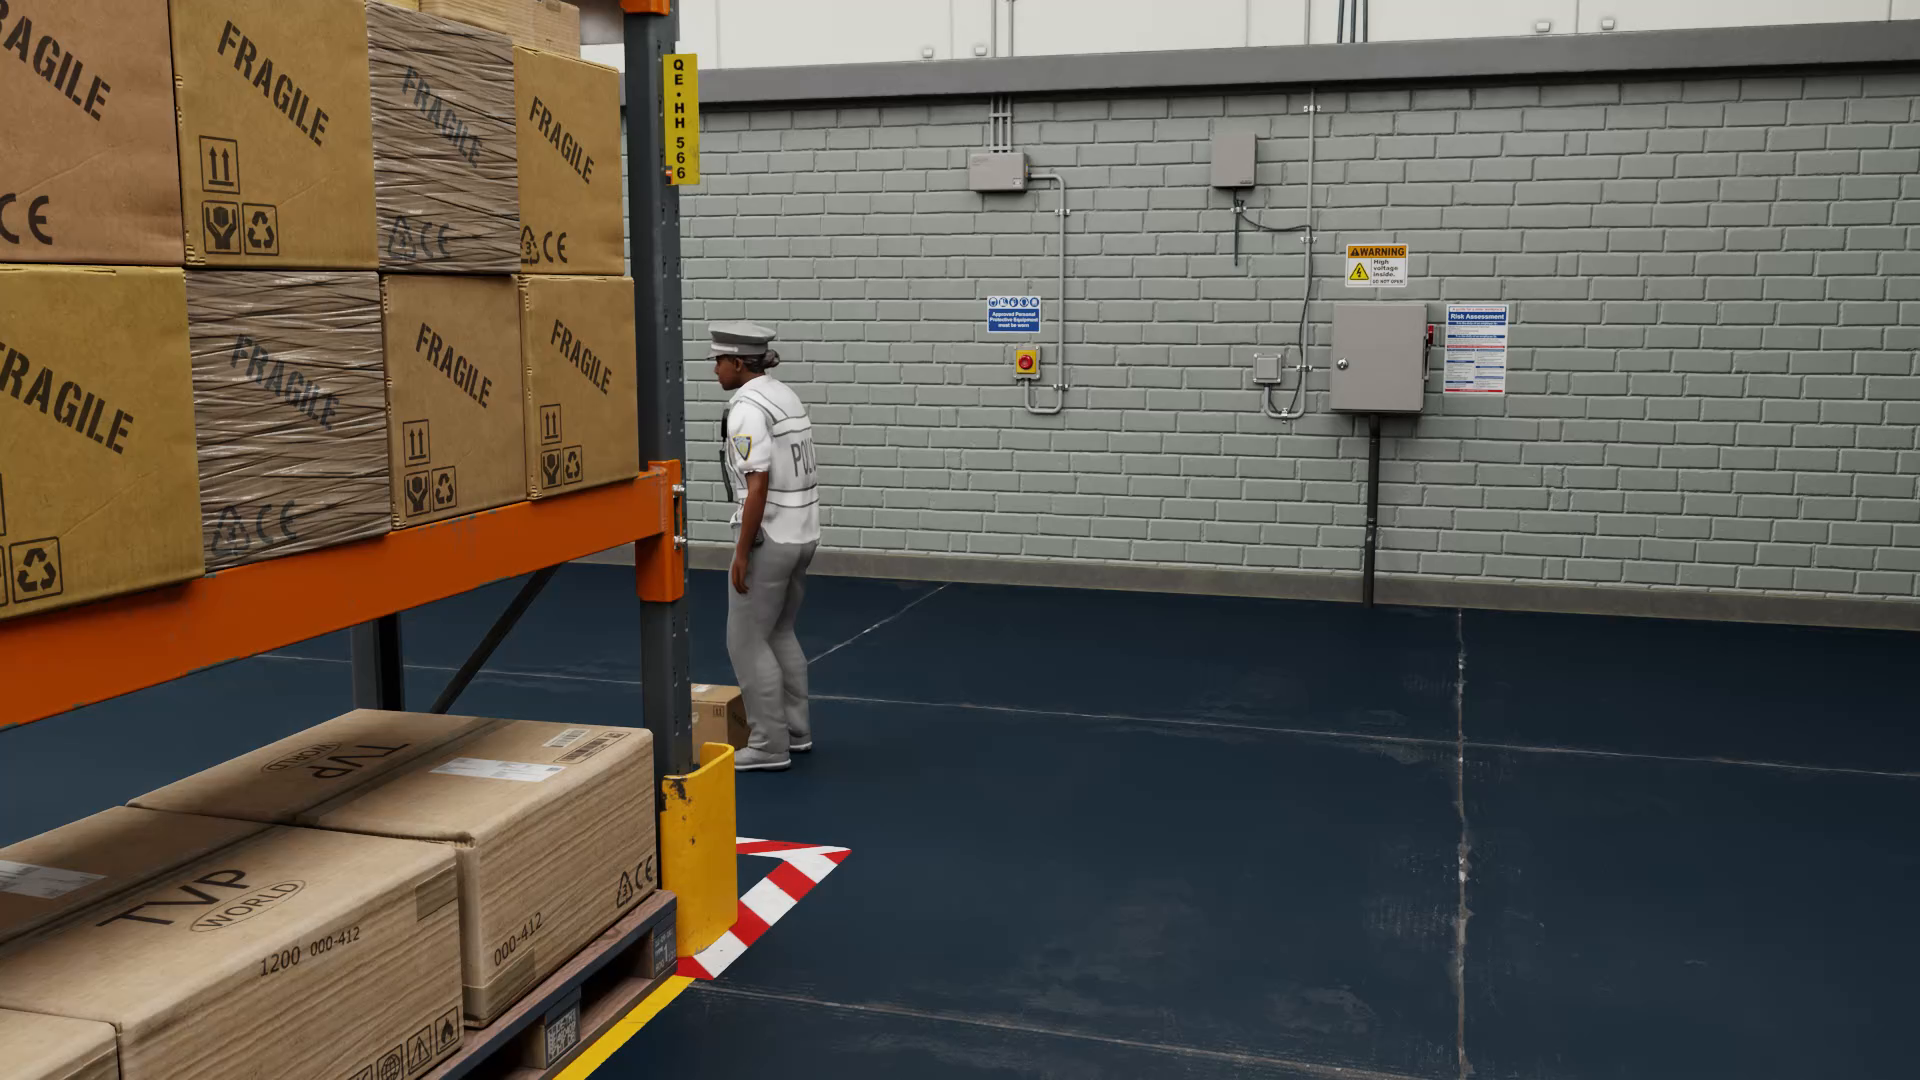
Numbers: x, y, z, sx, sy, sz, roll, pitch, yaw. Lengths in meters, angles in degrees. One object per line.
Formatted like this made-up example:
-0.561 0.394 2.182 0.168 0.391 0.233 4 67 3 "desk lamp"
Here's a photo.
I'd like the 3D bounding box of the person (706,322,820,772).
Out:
-0.729 0.019 6.214 0.395 1.658 0.522 2 9 13 "person"
